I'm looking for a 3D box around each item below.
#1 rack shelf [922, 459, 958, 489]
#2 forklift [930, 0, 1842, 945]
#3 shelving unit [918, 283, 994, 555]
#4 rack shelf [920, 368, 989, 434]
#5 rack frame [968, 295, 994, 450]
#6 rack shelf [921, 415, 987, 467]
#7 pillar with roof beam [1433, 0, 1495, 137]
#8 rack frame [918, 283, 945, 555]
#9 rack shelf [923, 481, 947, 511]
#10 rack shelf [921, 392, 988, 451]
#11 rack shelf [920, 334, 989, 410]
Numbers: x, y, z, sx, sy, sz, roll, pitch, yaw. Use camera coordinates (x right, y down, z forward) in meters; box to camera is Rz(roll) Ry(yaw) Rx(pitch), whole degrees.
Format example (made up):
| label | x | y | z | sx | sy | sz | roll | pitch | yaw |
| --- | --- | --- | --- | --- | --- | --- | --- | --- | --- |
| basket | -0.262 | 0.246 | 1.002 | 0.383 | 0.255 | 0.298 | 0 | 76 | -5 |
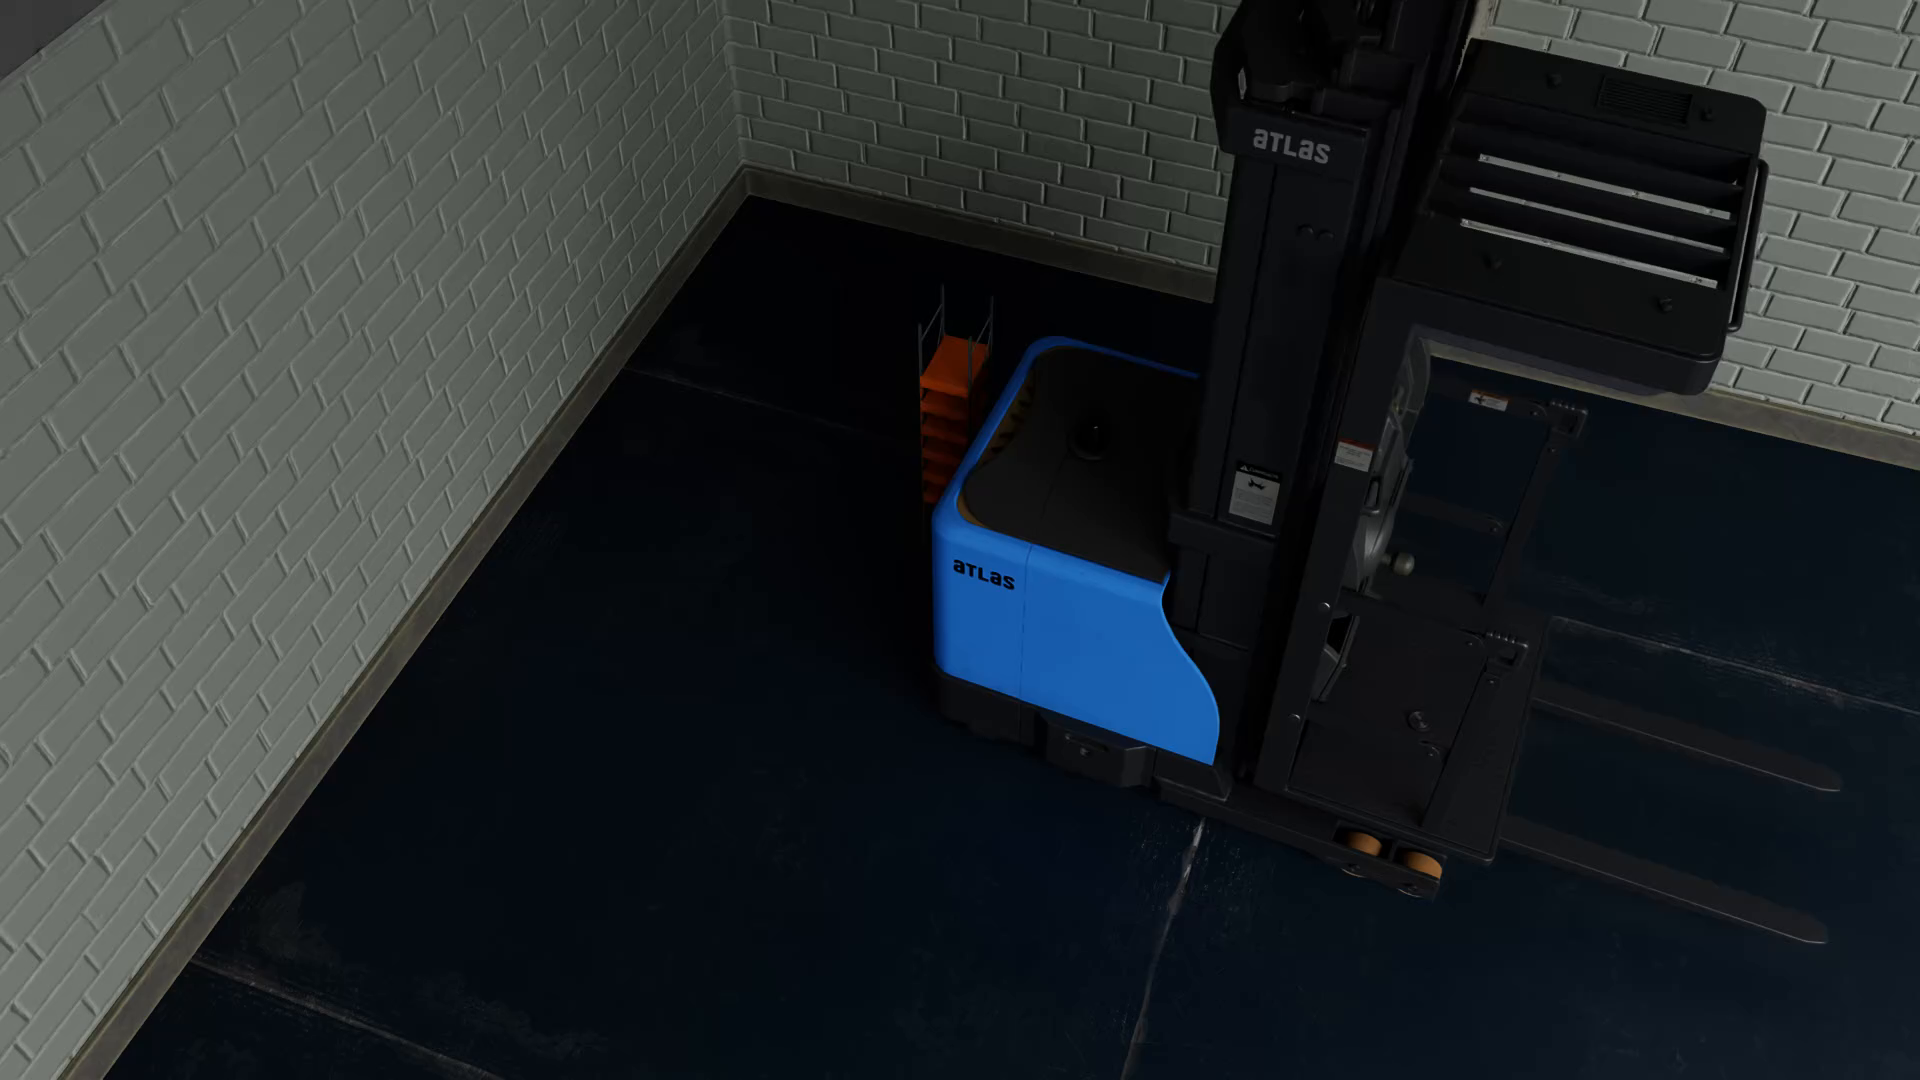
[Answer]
| label | x | y | z | sx | sy | sz | roll | pitch | yaw |
| --- | --- | --- | --- | --- | --- | --- | --- | --- | --- |
| rack shelf | -0.014 | -0.289 | 6.291 | 0.180 | 0.103 | 0.258 | 16 | 51 | 13 |
| forklift | 1.459 | -0.224 | 4.871 | 3.031 | 2.935 | 1.130 | 18 | 51 | 15 |
| shelving unit | -0.014 | -0.397 | 6.166 | 0.189 | 1.200 | 0.258 | 16 | 51 | 13 |
| rack shelf | -0.014 | -0.525 | 6.019 | 0.180 | 0.103 | 0.258 | 16 | 51 | 13 |
| rack frame | 0.072 | -0.373 | 6.146 | 0.006 | 1.200 | 0.240 | 16 | 51 | 13 |
| rack shelf | -0.014 | -0.368 | 6.200 | 0.180 | 0.103 | 0.258 | 16 | 51 | 13 |
| pillar with roof beam | 0.230 | -0.713 | 1.279 | 0.400 | 9.000 | 9.100 | 16 | 51 | 13 |
| rack frame | -0.099 | -0.421 | 6.187 | 0.006 | 1.200 | 0.240 | 16 | 51 | 13 |
| rack shelf | -0.014 | -0.210 | 6.381 | 0.180 | 0.103 | 0.258 | 16 | 51 | 13 |
| rack shelf | -0.014 | -0.446 | 6.109 | 0.180 | 0.103 | 0.258 | 16 | 51 | 13 |
| rack shelf | -0.014 | -0.603 | 5.928 | 0.180 | 0.103 | 0.258 | 16 | 51 | 13 |
